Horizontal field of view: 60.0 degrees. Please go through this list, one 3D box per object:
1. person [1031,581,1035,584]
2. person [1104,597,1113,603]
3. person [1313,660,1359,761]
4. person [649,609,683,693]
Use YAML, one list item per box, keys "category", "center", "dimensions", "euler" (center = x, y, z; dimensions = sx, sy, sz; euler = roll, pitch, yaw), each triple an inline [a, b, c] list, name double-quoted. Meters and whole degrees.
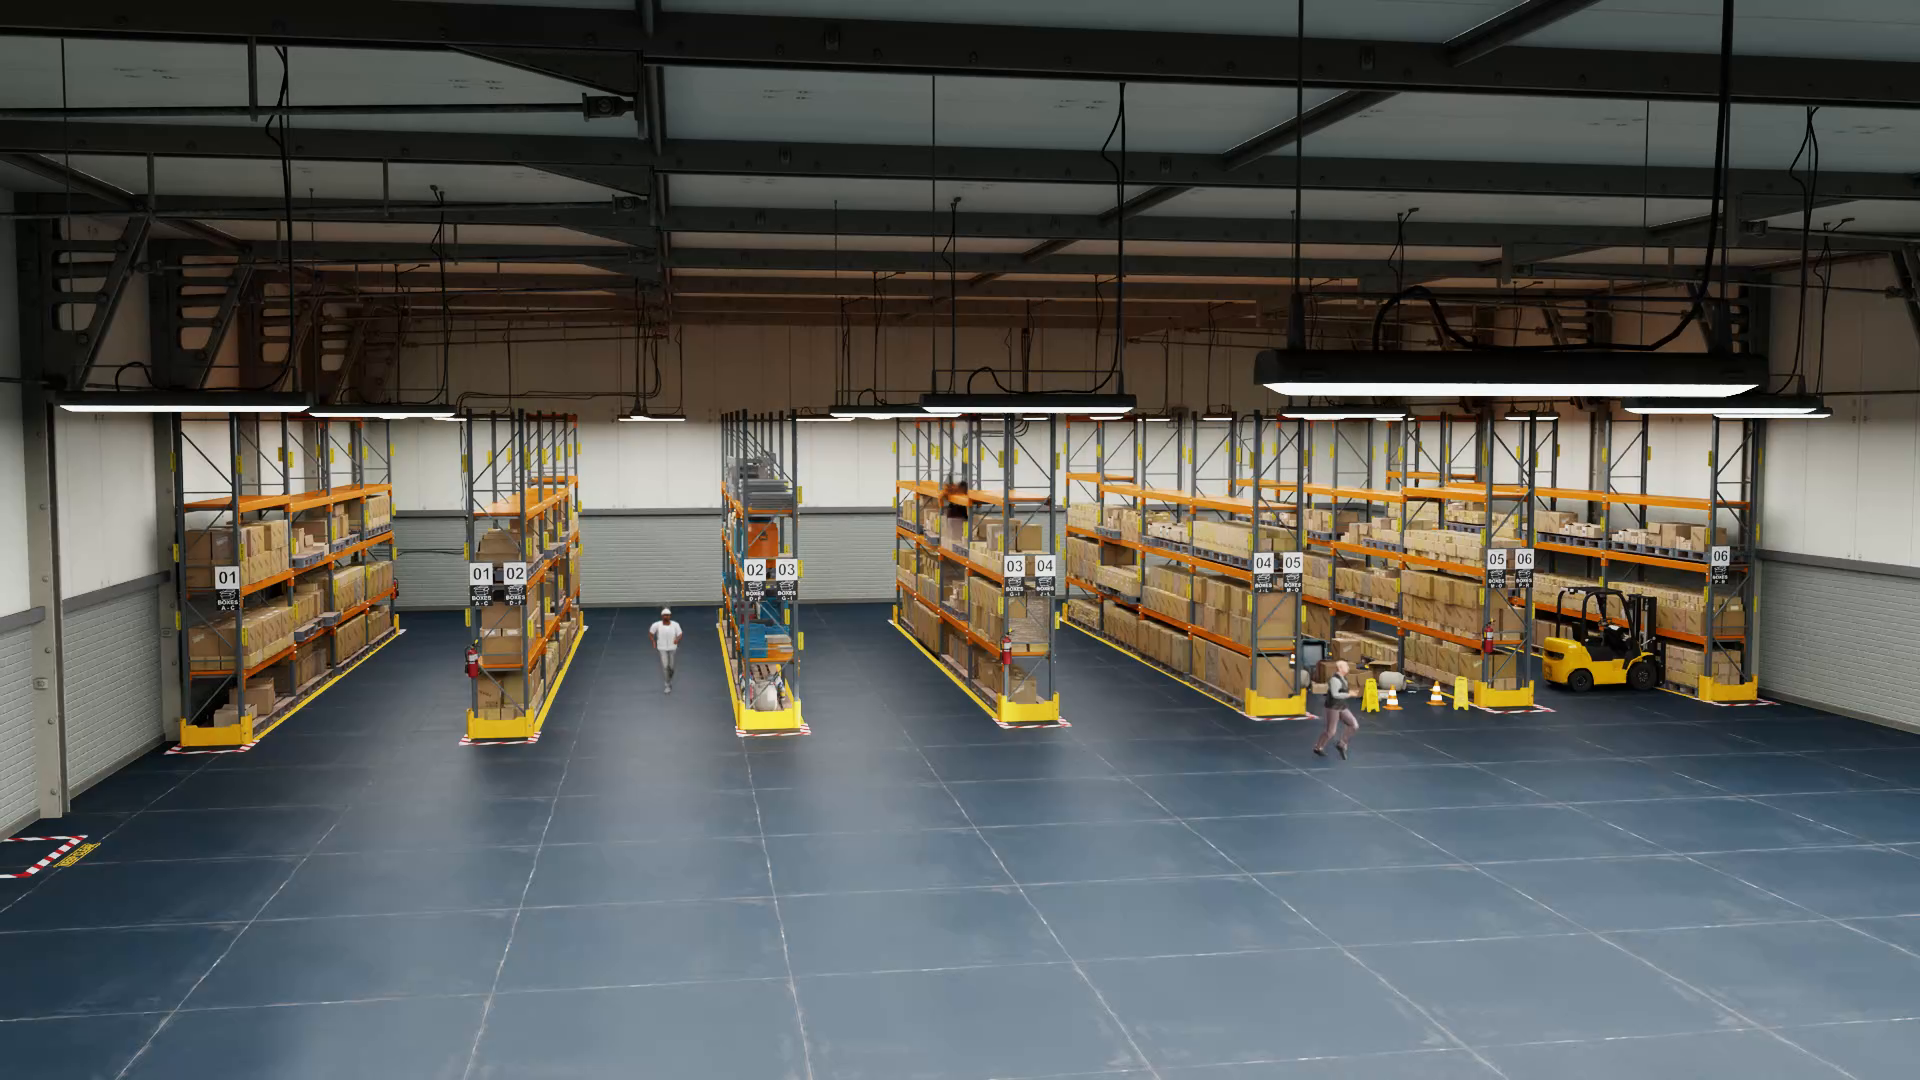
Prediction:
- category: "person"
  center: [2.032, 1.585, 47.493]
  dimensions: [0.599, 1.703, 0.823]
  euler: [-1, 4, -15]
- category: "person"
  center: [4.346, 1.406, 49.523]
  dimensions: [0.724, 1.788, 0.687]
  euler: [3, 5, 35]
- category: "person"
  center: [6.412, 2.893, 28.295]
  dimensions: [0.813, 1.719, 0.681]
  euler: [3, 5, 33]
- category: "person"
  center: [-6.306, 2.351, 35.721]
  dimensions: [0.701, 1.768, 0.826]
  euler: [-1, 4, -17]
